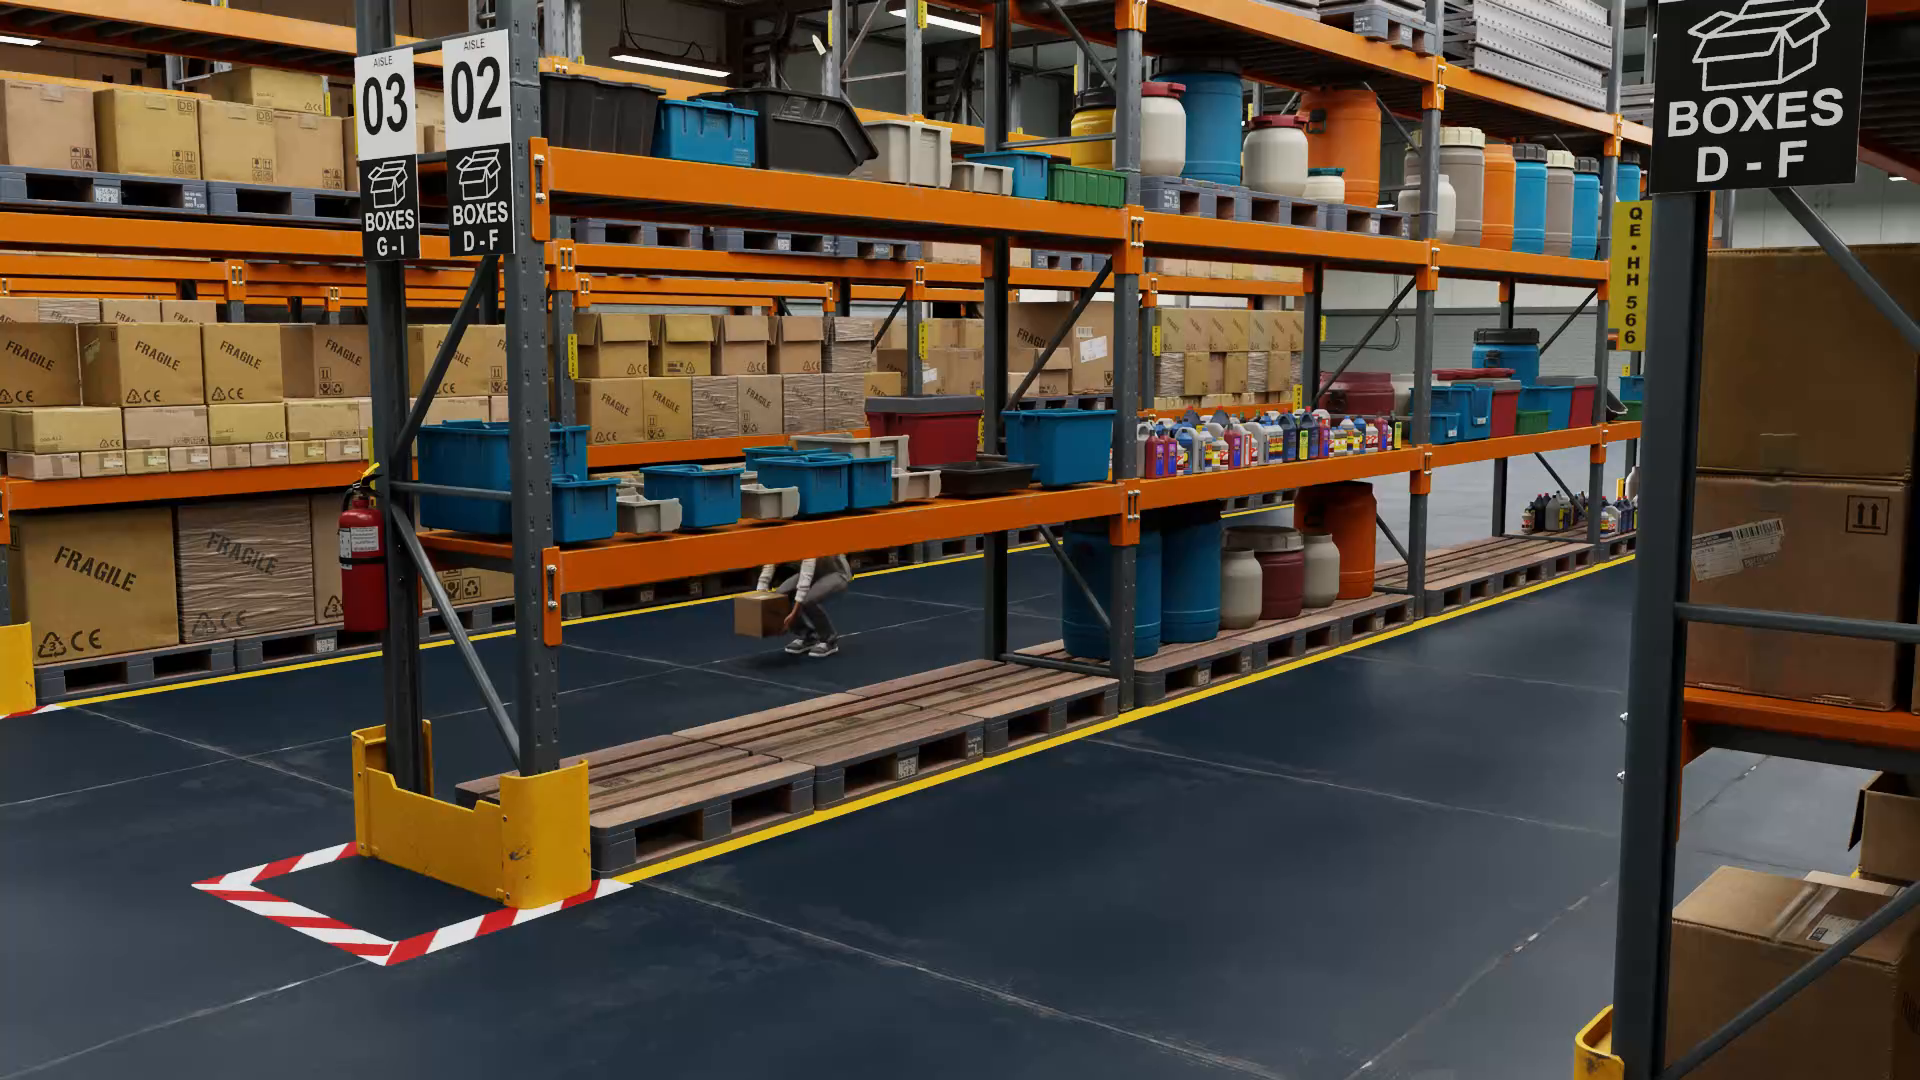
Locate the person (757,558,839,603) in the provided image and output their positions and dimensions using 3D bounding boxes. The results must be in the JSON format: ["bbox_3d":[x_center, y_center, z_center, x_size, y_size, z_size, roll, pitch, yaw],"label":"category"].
[{"bbox_3d":[-0.987,0.138,11.075,0.434,0.463,0.644,5,9,38],"label":"person"}]
